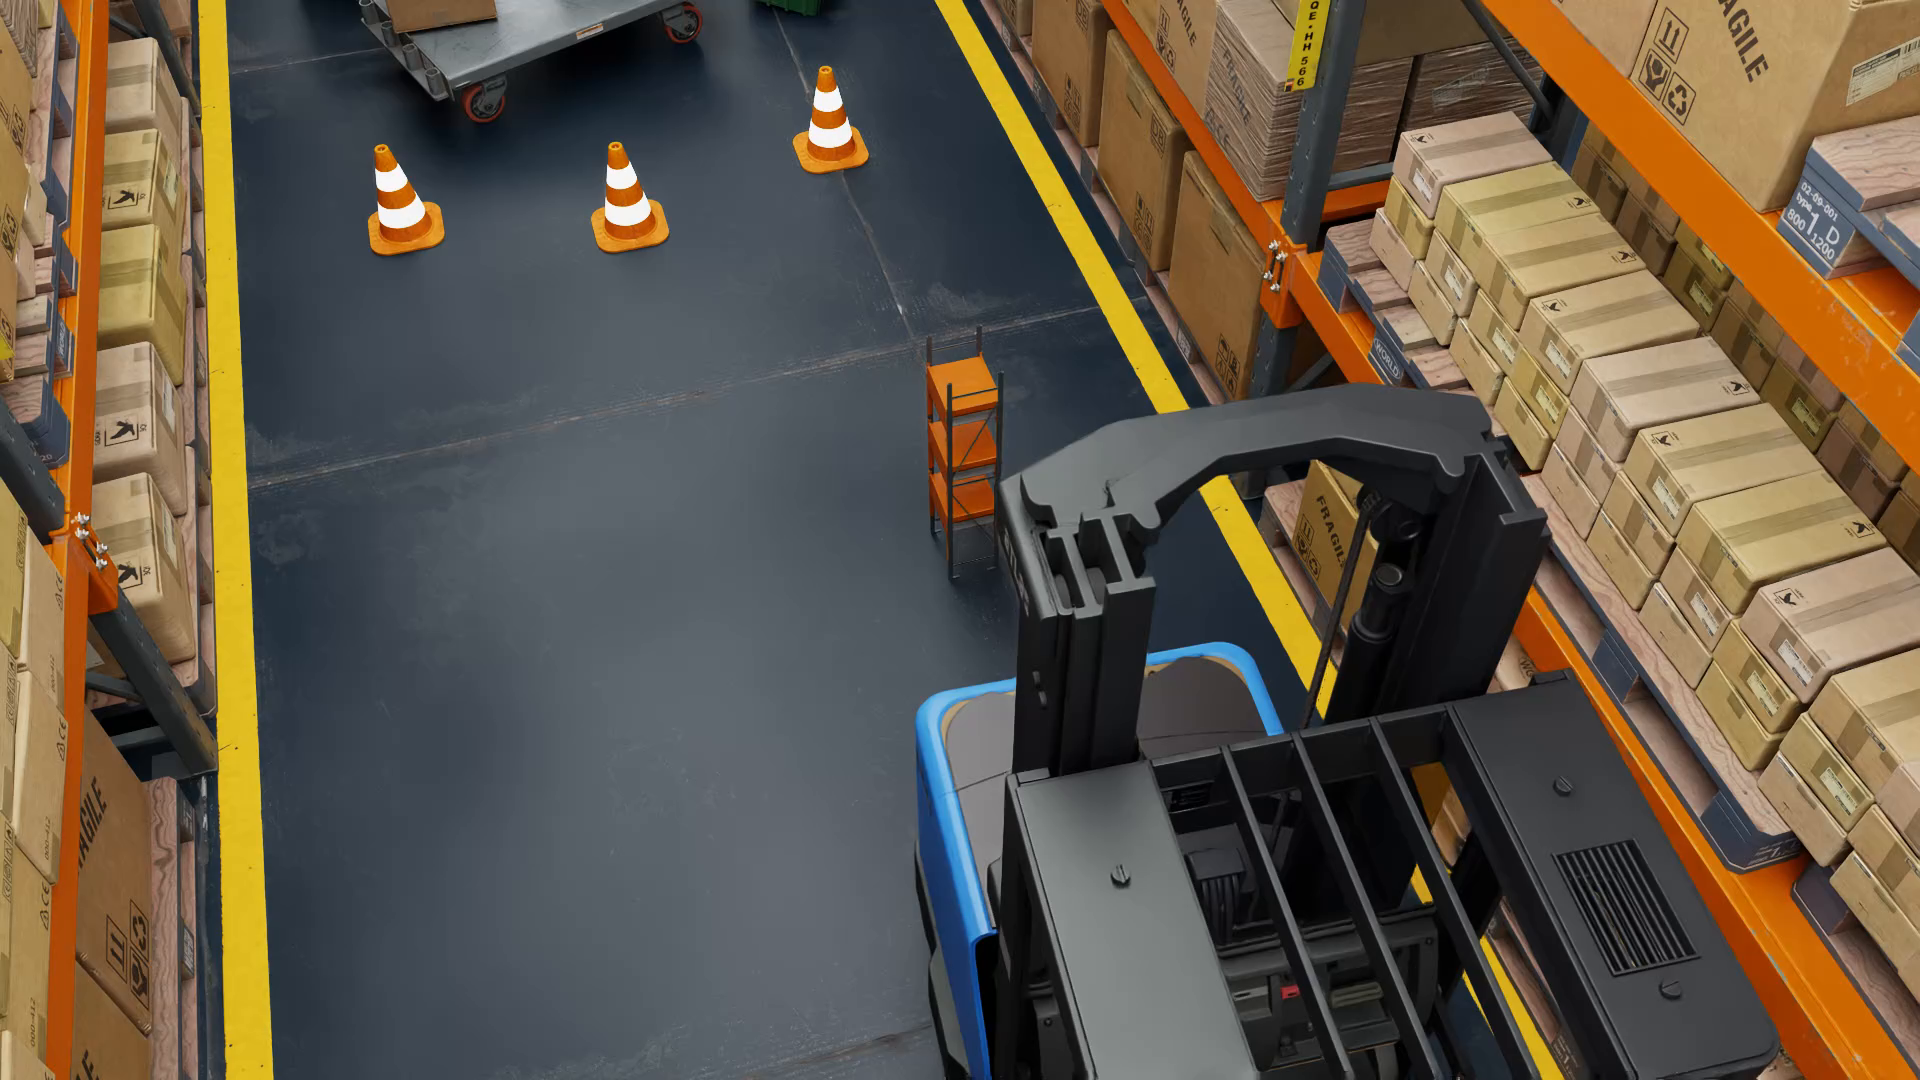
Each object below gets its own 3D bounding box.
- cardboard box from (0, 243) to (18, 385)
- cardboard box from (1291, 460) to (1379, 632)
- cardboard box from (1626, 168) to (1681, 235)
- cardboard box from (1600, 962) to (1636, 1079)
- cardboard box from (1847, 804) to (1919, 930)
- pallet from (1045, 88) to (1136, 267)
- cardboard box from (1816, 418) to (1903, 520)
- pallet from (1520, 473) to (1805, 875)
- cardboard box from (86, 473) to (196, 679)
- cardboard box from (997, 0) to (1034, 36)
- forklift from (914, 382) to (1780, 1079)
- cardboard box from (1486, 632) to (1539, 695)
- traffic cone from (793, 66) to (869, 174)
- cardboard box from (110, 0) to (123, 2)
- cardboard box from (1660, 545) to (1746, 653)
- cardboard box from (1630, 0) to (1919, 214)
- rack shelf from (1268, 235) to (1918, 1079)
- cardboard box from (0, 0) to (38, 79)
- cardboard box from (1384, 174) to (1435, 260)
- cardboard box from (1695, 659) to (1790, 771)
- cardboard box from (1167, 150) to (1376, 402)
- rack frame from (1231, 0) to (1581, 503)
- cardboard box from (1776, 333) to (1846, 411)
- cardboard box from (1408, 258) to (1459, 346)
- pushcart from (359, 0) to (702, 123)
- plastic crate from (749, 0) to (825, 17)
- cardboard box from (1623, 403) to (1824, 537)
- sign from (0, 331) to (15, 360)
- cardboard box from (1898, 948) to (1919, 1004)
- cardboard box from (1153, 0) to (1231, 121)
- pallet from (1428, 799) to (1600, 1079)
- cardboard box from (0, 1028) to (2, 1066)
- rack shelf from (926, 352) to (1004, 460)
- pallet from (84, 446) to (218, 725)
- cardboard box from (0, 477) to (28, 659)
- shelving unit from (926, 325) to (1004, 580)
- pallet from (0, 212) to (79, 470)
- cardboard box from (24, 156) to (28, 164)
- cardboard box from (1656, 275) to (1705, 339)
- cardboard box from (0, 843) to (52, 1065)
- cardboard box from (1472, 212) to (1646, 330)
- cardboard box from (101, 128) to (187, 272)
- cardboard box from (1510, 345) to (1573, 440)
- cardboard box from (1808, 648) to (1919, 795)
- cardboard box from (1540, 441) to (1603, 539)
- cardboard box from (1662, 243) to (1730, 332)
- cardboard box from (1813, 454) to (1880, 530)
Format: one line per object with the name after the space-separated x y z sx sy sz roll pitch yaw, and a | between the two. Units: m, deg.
-3.016 -0.728 4.657 0.500 0.500 0.500 -15 51 -12 | cardboard box
1.561 -0.032 5.965 0.500 0.500 0.500 -15 52 -13 | cardboard box
2.250 -1.084 4.992 0.380 0.149 0.250 -14 51 -11 | cardboard box
2.167 1.457 4.710 0.500 0.500 0.500 -14 51 -12 | cardboard box
2.237 0.676 3.703 0.380 0.149 0.250 -15 51 -12 | cardboard box
1.077 -1.860 7.969 1.003 0.211 1.213 -13 51 -11 | pallet
2.560 -0.227 4.464 0.380 0.149 0.250 -12 51 -10 | cardboard box
2.220 0.222 4.516 1.003 0.211 1.213 -13 51 -11 | pallet
-3.261 0.213 5.842 0.950 0.372 0.625 -16 52 -13 | cardboard box
0.682 -3.175 8.451 1.050 0.750 0.750 -14 51 -11 | cardboard box
0.674 1.216 3.597 1.130 2.935 3.031 -10 51 -8 | forklift
1.852 0.445 5.072 0.500 0.250 0.500 -13 51 -11 | cardboard box
-0.634 -2.059 7.973 0.336 0.463 0.334 -13 51 -11 | traffic cone
-4.203 -2.987 8.130 0.500 0.500 0.500 -11 51 -9 | cardboard box
2.012 0.108 4.181 0.380 0.149 0.250 -12 51 -10 | cardboard box
1.817 -1.070 3.453 0.500 0.500 0.500 -13 51 -11 | cardboard box
2.187 0.416 4.697 1.077 0.370 4.000 -13 51 -11 | rack shelf
-3.480 -1.860 5.611 0.500 0.500 0.500 -15 52 -12 | cardboard box
1.546 -1.028 5.140 0.380 0.149 0.250 -11 51 -9 | cardboard box
2.083 0.395 4.135 0.380 0.149 0.250 -11 51 -9 | cardboard box
1.501 -1.152 6.745 1.050 0.750 0.750 -14 51 -11 | cardboard box
1.595 -1.276 5.654 1.000 3.000 0.127 -13 51 -11 | rack frame
2.476 -0.521 4.518 0.380 0.149 0.250 -13 51 -11 | cardboard box
1.614 -0.762 5.110 0.380 0.149 0.250 -11 51 -9 | cardboard box
-2.123 -2.712 8.579 1.648 0.377 0.936 -30 56 -23 | pushcart
-0.891 -3.141 9.027 0.450 0.188 0.662 16 51 0 | plastic crate
1.937 -0.181 4.231 0.380 0.149 0.250 -12 51 -10 | cardboard box
-2.574 -0.584 4.313 0.100 0.325 0.005 -13 51 -11 | sign
2.322 0.974 3.647 0.380 0.149 0.250 -13 51 -11 | cardboard box
1.059 -1.941 6.149 0.500 0.500 0.500 -13 51 -11 | cardboard box
2.182 1.083 5.489 1.003 0.211 1.213 -13 51 -11 | pallet
-2.238 1.222 3.318 0.500 0.250 0.500 -15 51 -12 | cardboard box
0.016 -0.475 5.896 0.215 0.259 0.240 -13 51 -11 | rack shelf
-3.333 0.244 6.195 1.003 0.211 1.213 -13 51 -11 | pallet
-2.718 0.100 4.264 0.500 0.250 0.500 -13 51 -11 | cardboard box
0.016 -0.299 6.105 0.215 1.050 0.252 -13 51 -11 | shelving unit
-3.416 -0.518 5.140 1.213 0.211 1.003 -13 51 -11 | pallet
-3.318 -1.205 5.484 0.380 0.149 0.250 -11 51 -9 | cardboard box
2.328 -0.705 5.062 0.380 0.149 0.250 -13 51 -10 | cardboard box
-2.406 1.017 3.819 0.500 0.250 0.500 -14 51 -11 | cardboard box
1.697 -0.765 4.723 0.380 0.149 0.250 -14 51 -11 | cardboard box
-3.913 -1.386 7.190 0.950 0.372 0.625 -10 51 -9 | cardboard box
1.785 -0.452 4.654 0.380 0.149 0.250 -13 51 -11 | cardboard box
2.171 0.393 3.747 0.380 0.149 0.250 -15 51 -12 | cardboard box
1.856 -0.175 4.615 0.380 0.149 0.250 -12 51 -10 | cardboard box
2.337 -0.782 4.933 0.380 0.149 0.250 -12 51 -10 | cardboard box
2.554 -0.136 4.582 0.380 0.149 0.250 -12 51 -10 | cardboard box
